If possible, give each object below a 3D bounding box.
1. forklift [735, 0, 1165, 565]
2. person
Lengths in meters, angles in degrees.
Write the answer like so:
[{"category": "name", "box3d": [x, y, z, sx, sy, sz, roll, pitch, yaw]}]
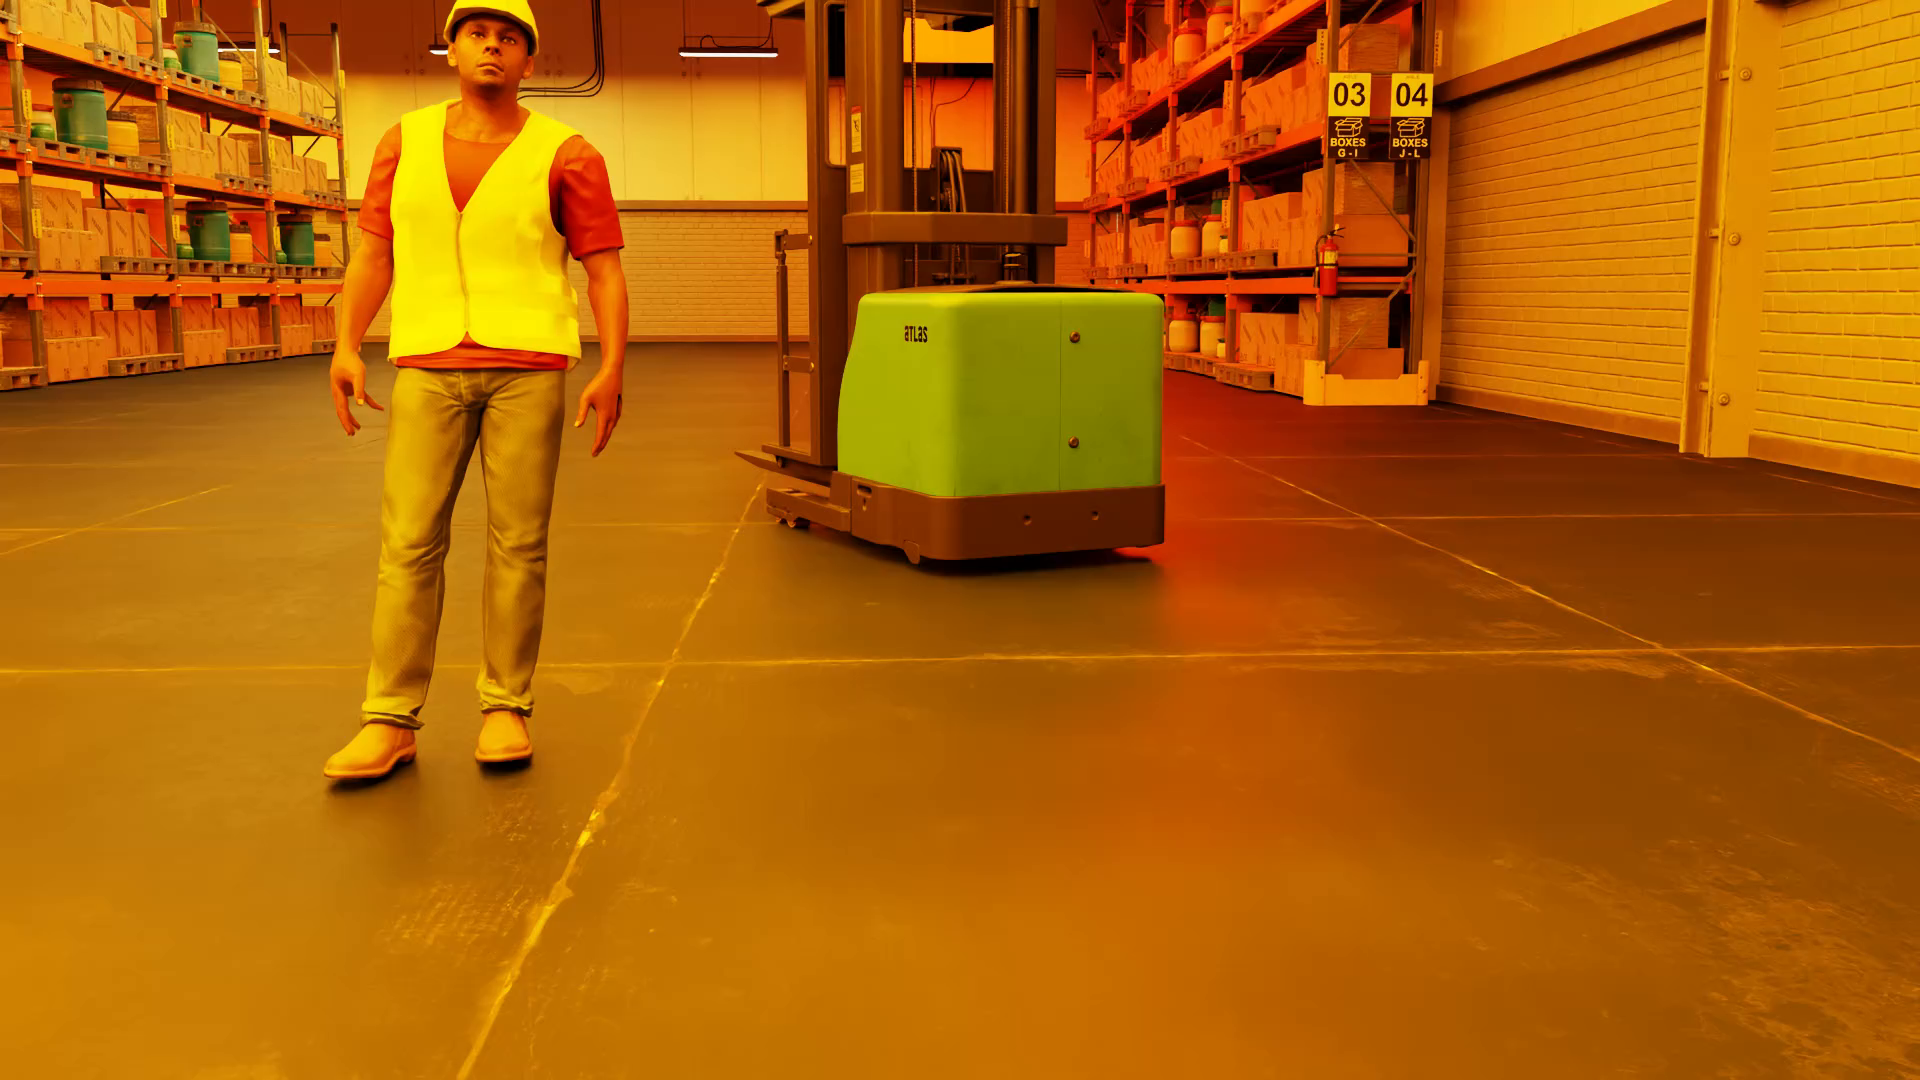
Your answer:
[{"category": "forklift", "box3d": [-0.264, -1.530, 7.637, 1.130, 2.935, 3.031, -4, 9, -25]}, {"category": "person", "box3d": [-1.099, -0.375, 3.770, 0.666, 1.765, 0.577, 0, 8, -3]}]
